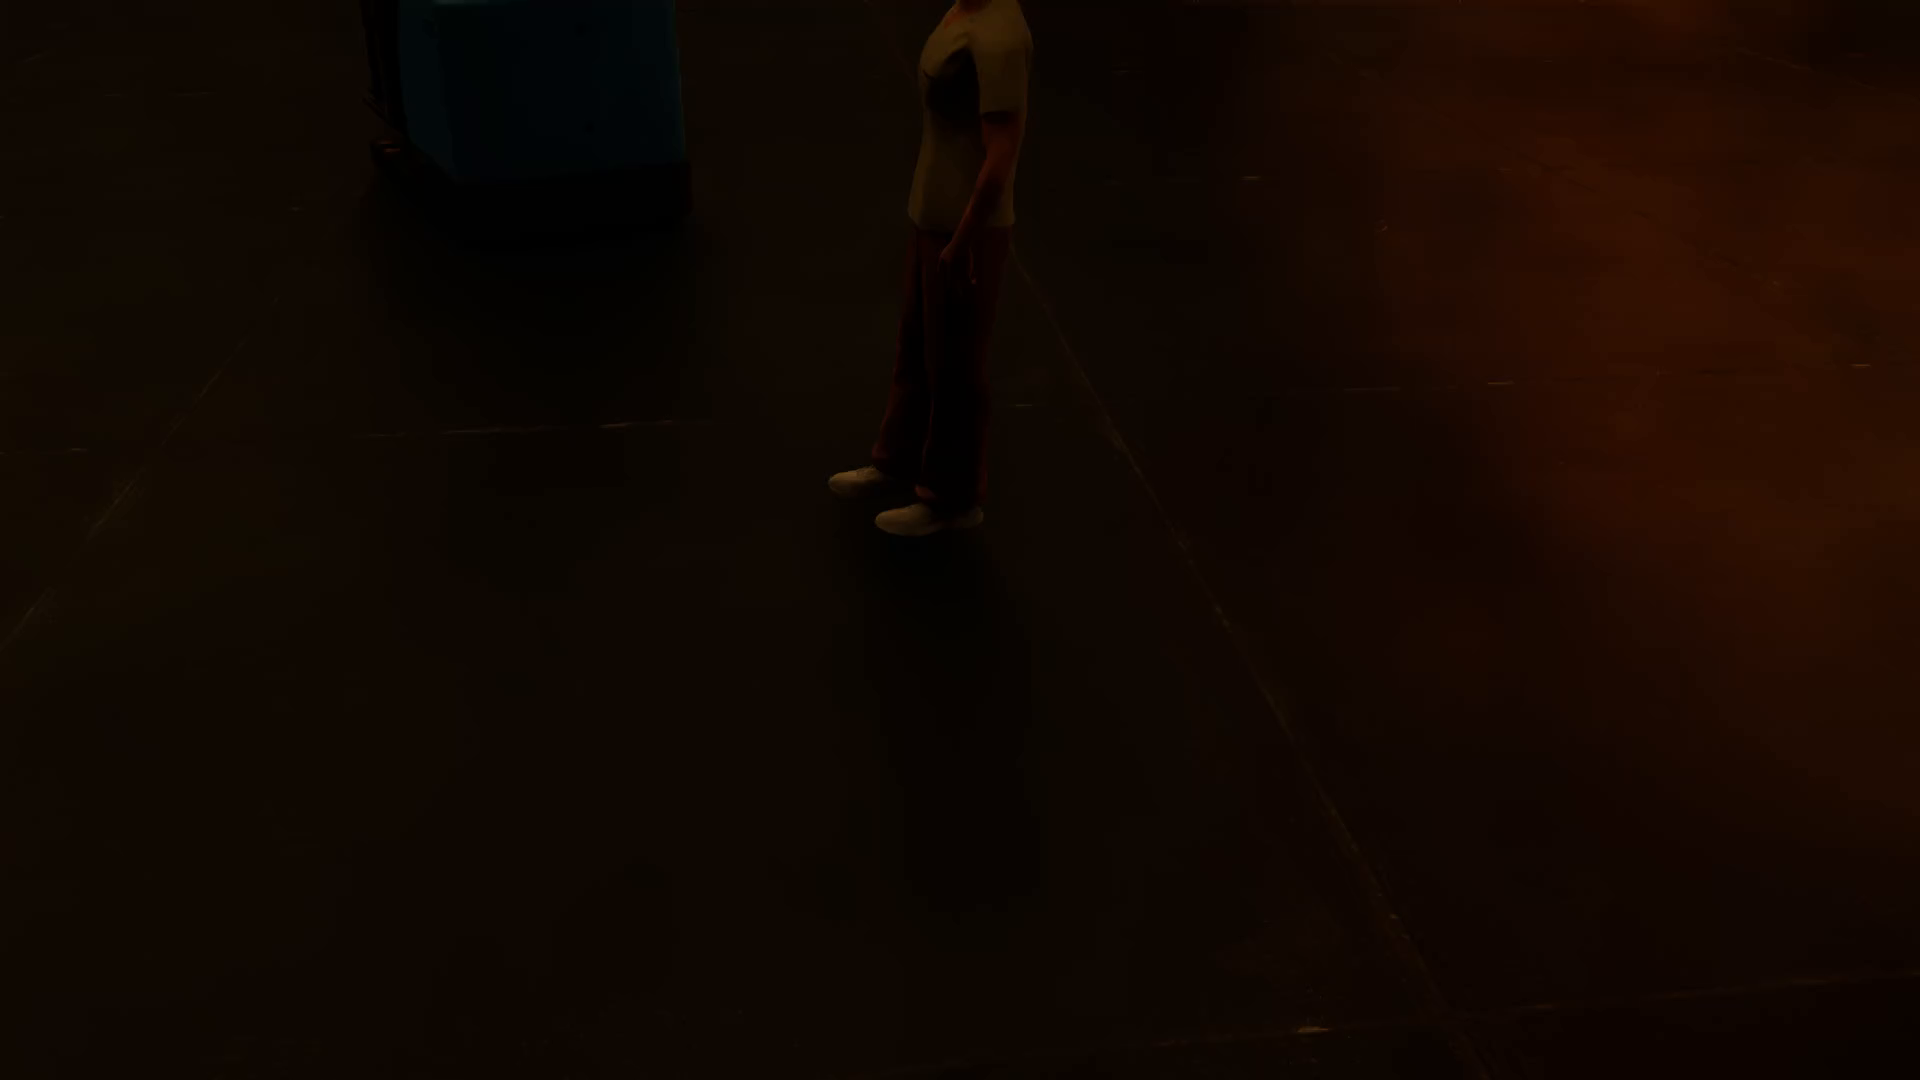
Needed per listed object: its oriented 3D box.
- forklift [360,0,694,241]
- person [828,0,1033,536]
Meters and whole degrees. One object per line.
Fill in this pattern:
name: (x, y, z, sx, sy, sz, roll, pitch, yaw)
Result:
forklift: (-2.357, -3.207, 7.883, 1.130, 2.935, 3.031, -13, 29, -25)
person: (-0.074, -0.797, 4.223, 0.549, 1.673, 0.554, -3, 26, -7)
